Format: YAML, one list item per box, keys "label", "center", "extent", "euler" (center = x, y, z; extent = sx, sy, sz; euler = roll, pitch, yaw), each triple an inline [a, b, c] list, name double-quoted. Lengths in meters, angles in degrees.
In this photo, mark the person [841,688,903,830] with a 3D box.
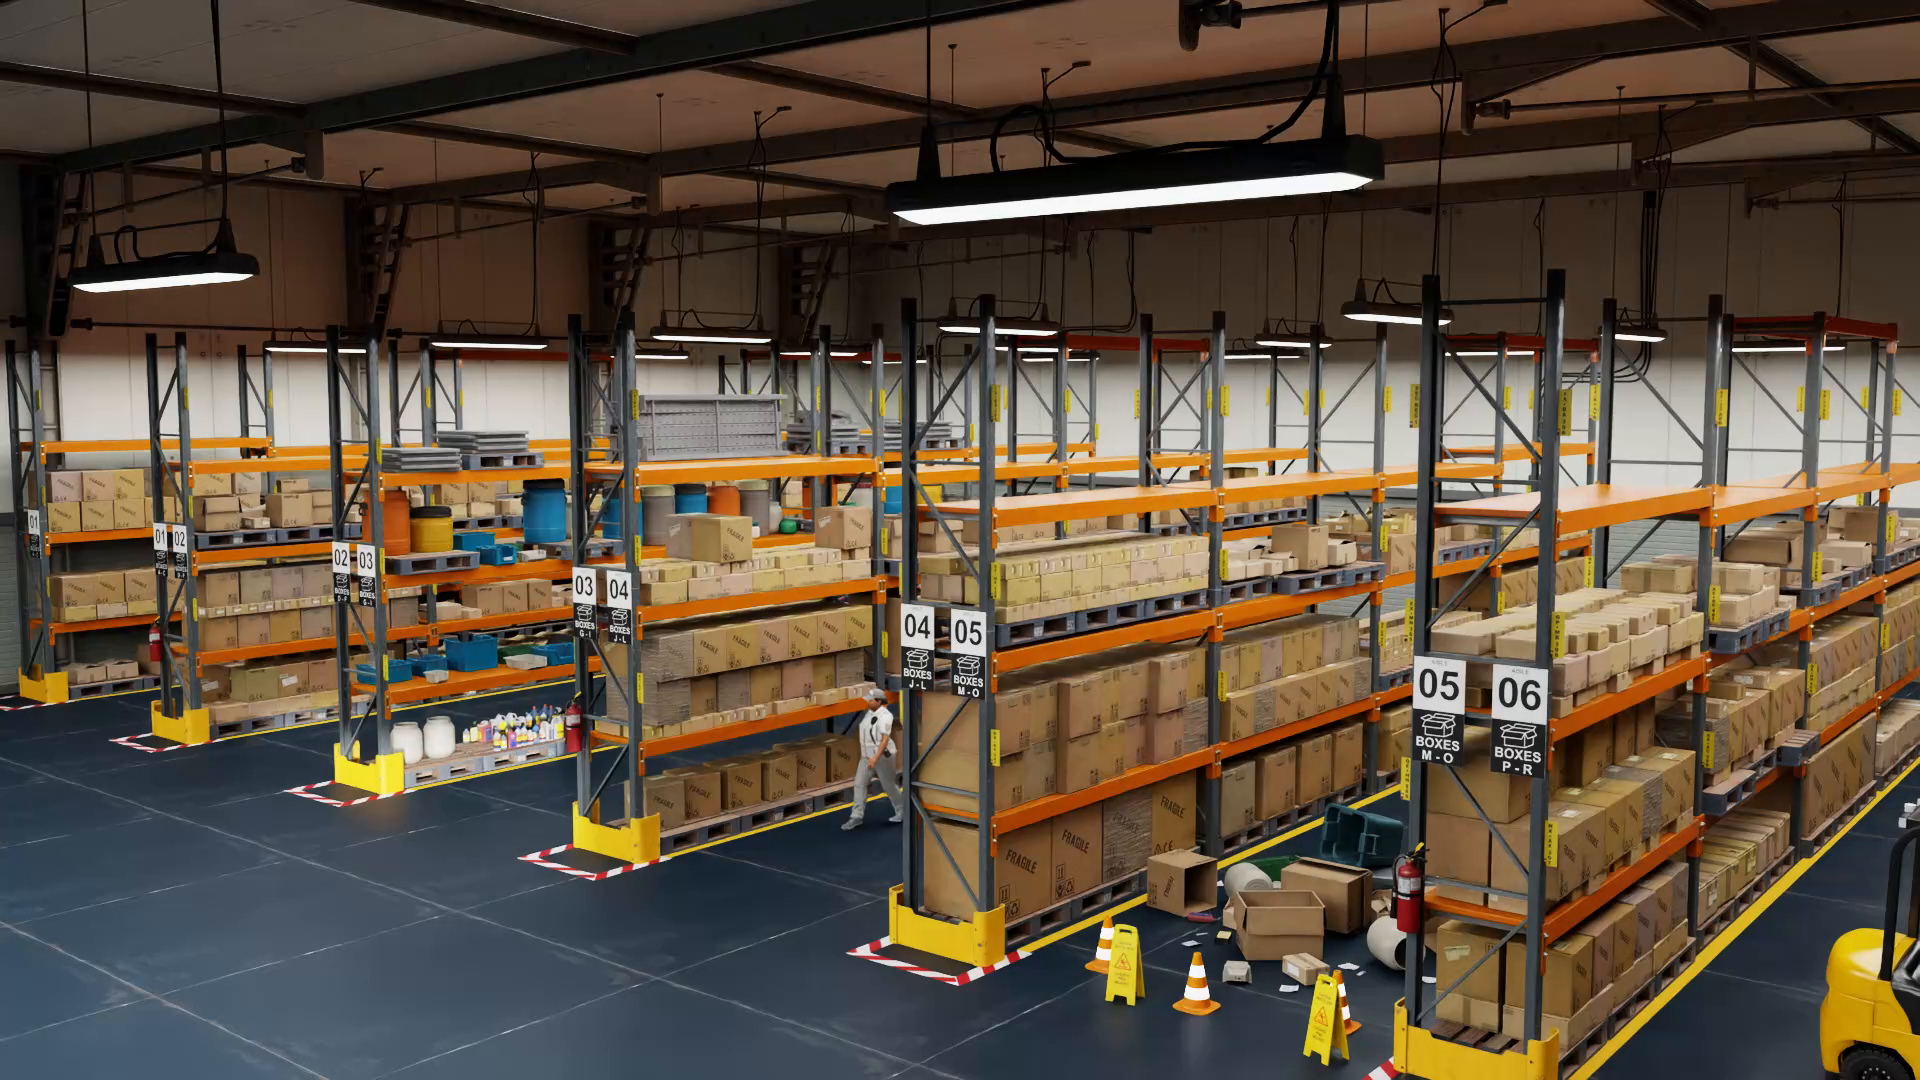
- label: "person"
  center: [-1.009, 2.575, 19.710]
  extent: [0.867, 1.644, 0.495]
  euler: [-4, 7, -38]
